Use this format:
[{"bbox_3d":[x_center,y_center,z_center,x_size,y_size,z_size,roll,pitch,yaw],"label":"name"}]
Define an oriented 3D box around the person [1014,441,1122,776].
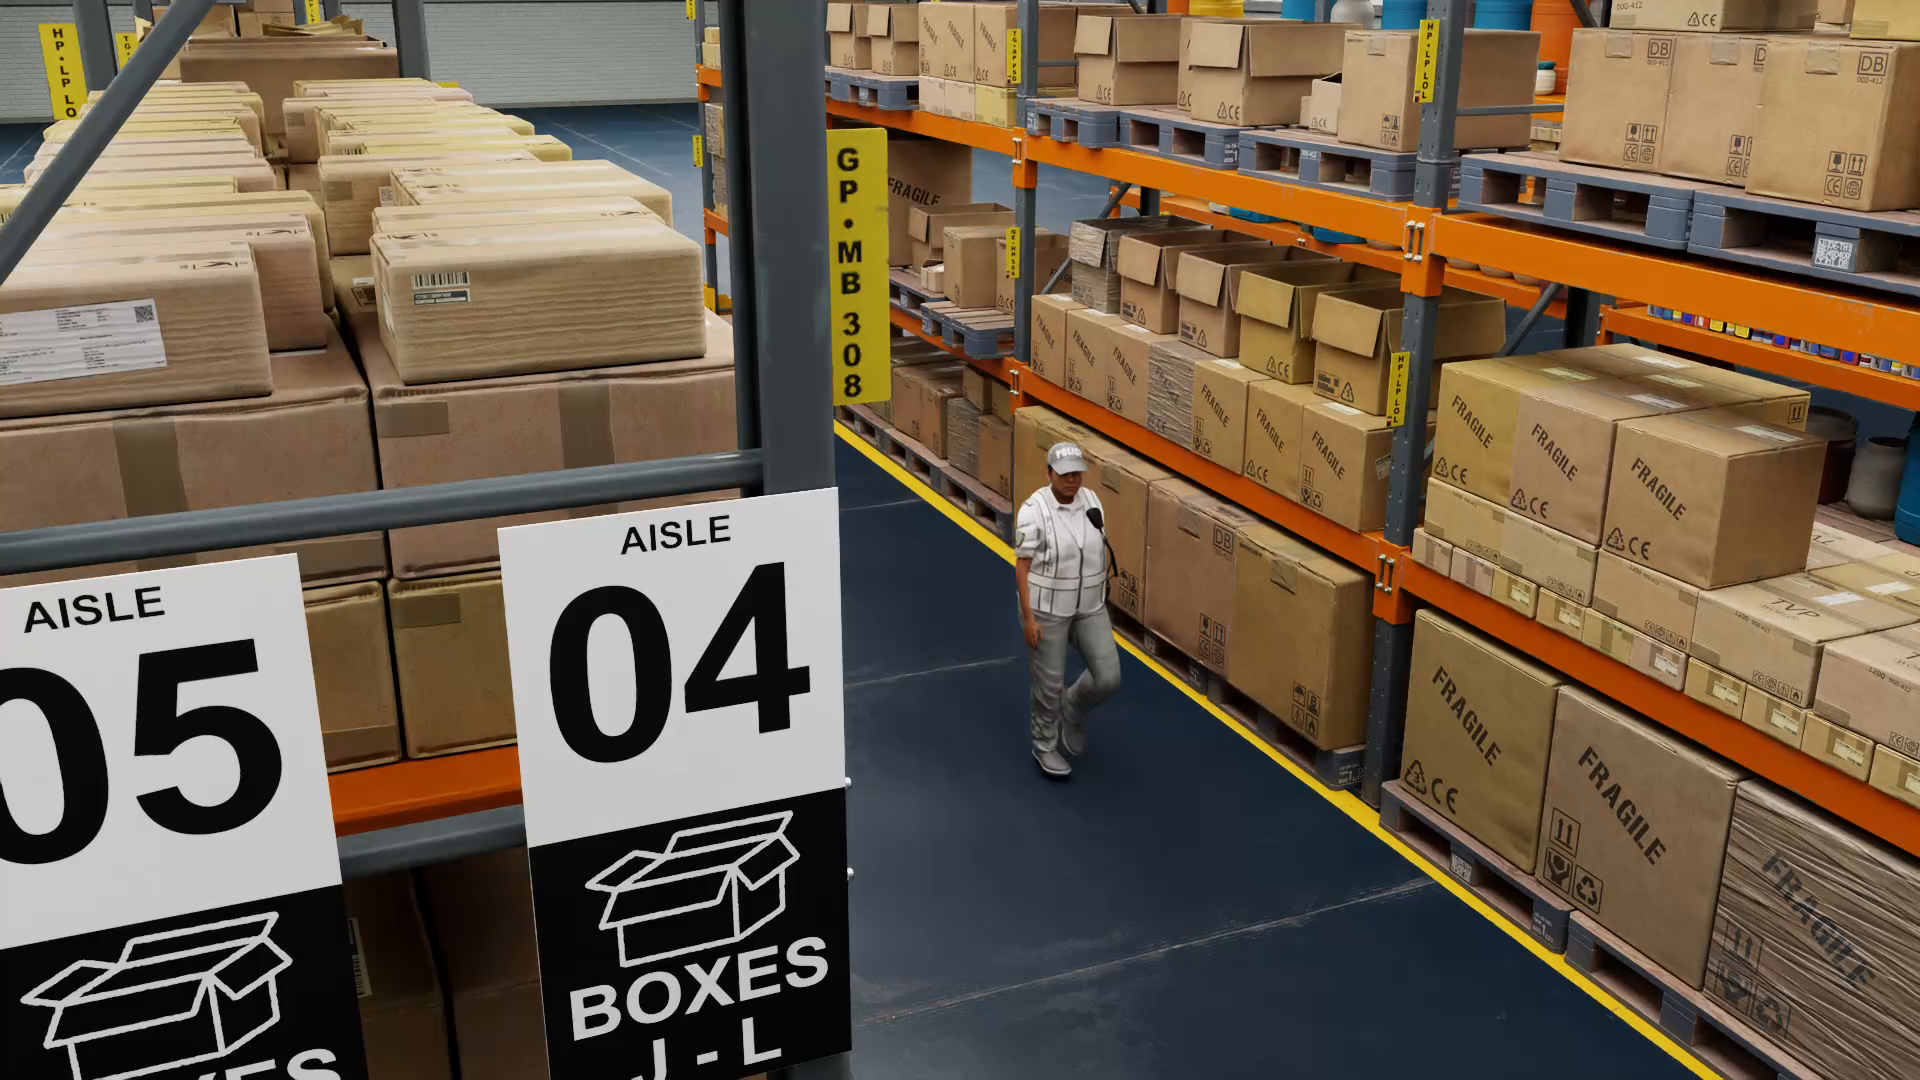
[{"bbox_3d":[0.510,0.334,8.014,0.514,1.664,0.458,-8,20,-21],"label":"person"}]
